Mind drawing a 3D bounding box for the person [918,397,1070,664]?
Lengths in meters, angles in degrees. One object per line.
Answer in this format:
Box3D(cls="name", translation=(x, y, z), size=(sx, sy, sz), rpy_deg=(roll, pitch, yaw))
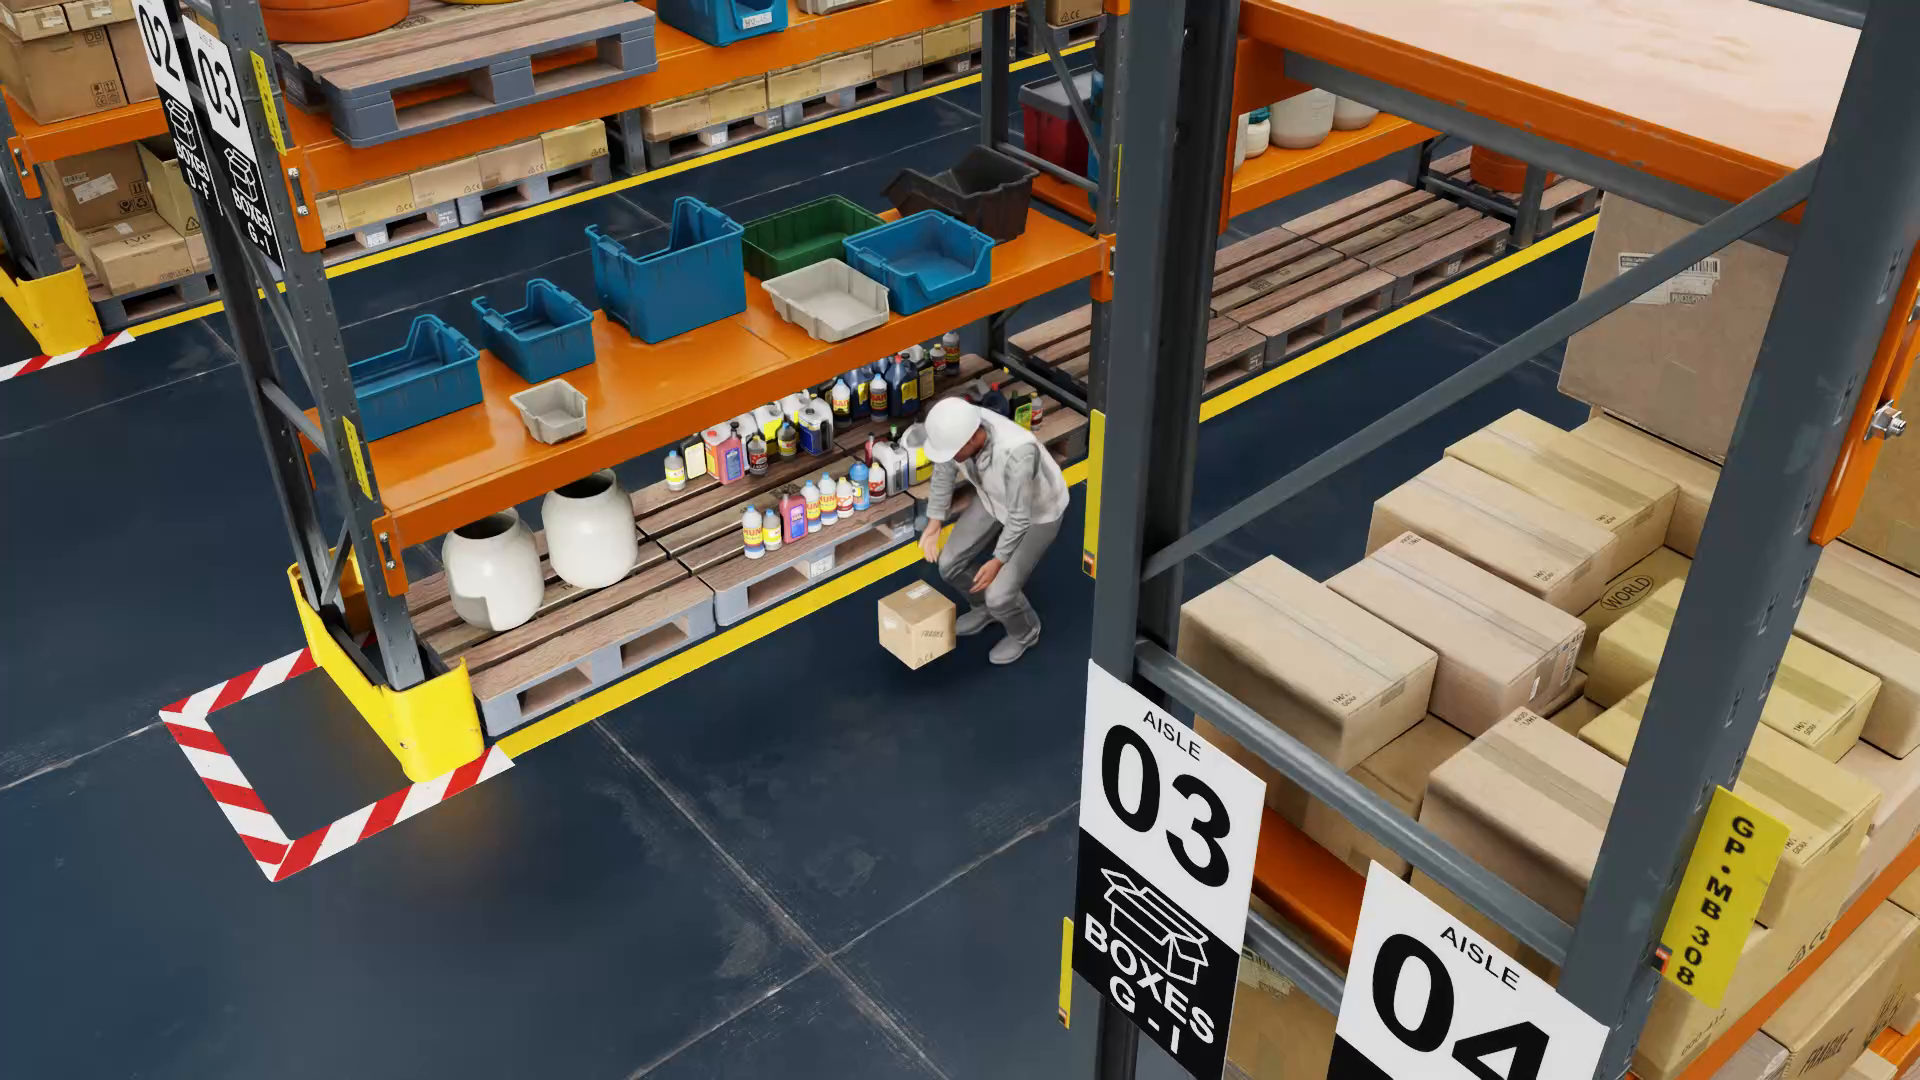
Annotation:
Box3D(cls="person", translation=(0.149, -0.084, 7.455), size=(0.740, 1.450, 0.592), rpy_deg=(-26, 43, -32))
